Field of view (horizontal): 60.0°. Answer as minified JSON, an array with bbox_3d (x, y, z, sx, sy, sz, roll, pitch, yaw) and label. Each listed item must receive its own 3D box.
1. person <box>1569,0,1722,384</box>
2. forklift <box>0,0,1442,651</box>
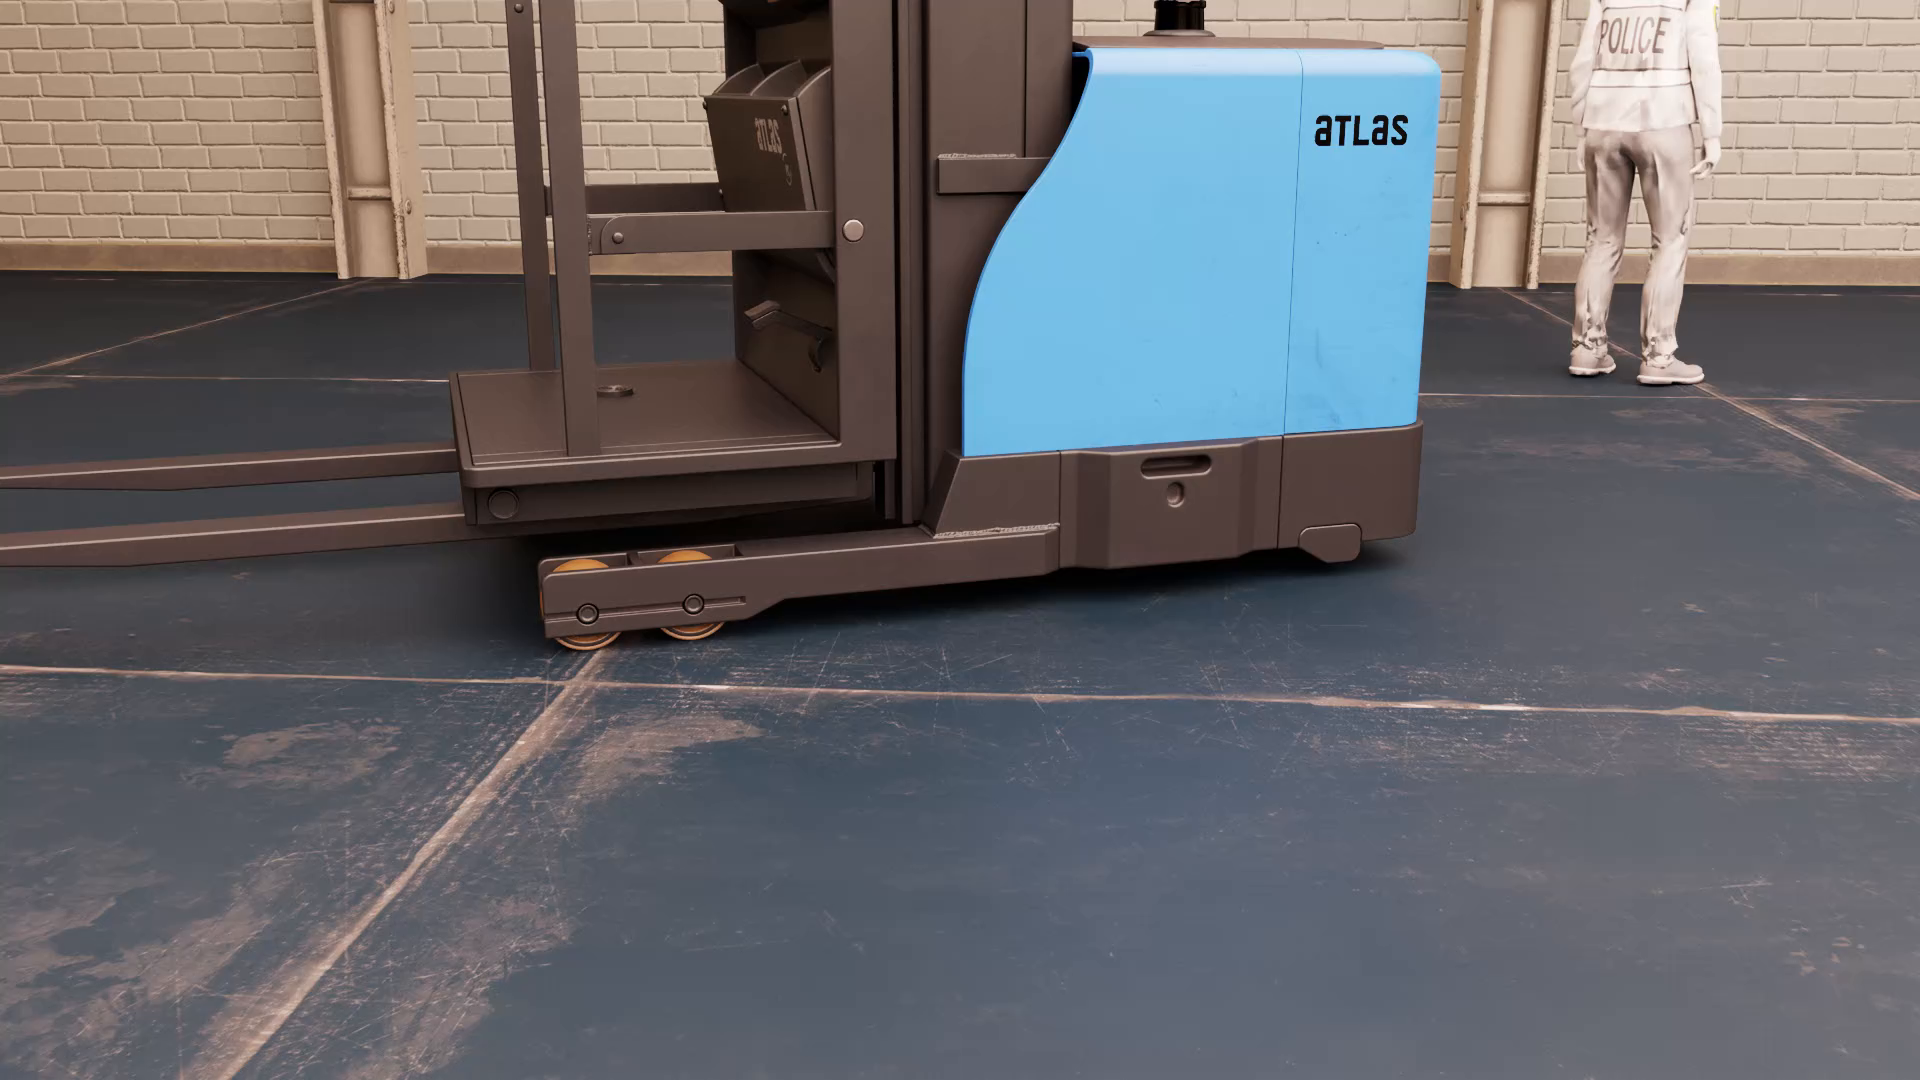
[{"bbox_3d":[2.356,-1.385,5.740,0.373,1.664,0.528,-13,20,-40],"label":"person"},{"bbox_3d":[-0.580,-1.366,3.251,3.031,2.935,1.130,-5,16,-17],"label":"forklift"}]
